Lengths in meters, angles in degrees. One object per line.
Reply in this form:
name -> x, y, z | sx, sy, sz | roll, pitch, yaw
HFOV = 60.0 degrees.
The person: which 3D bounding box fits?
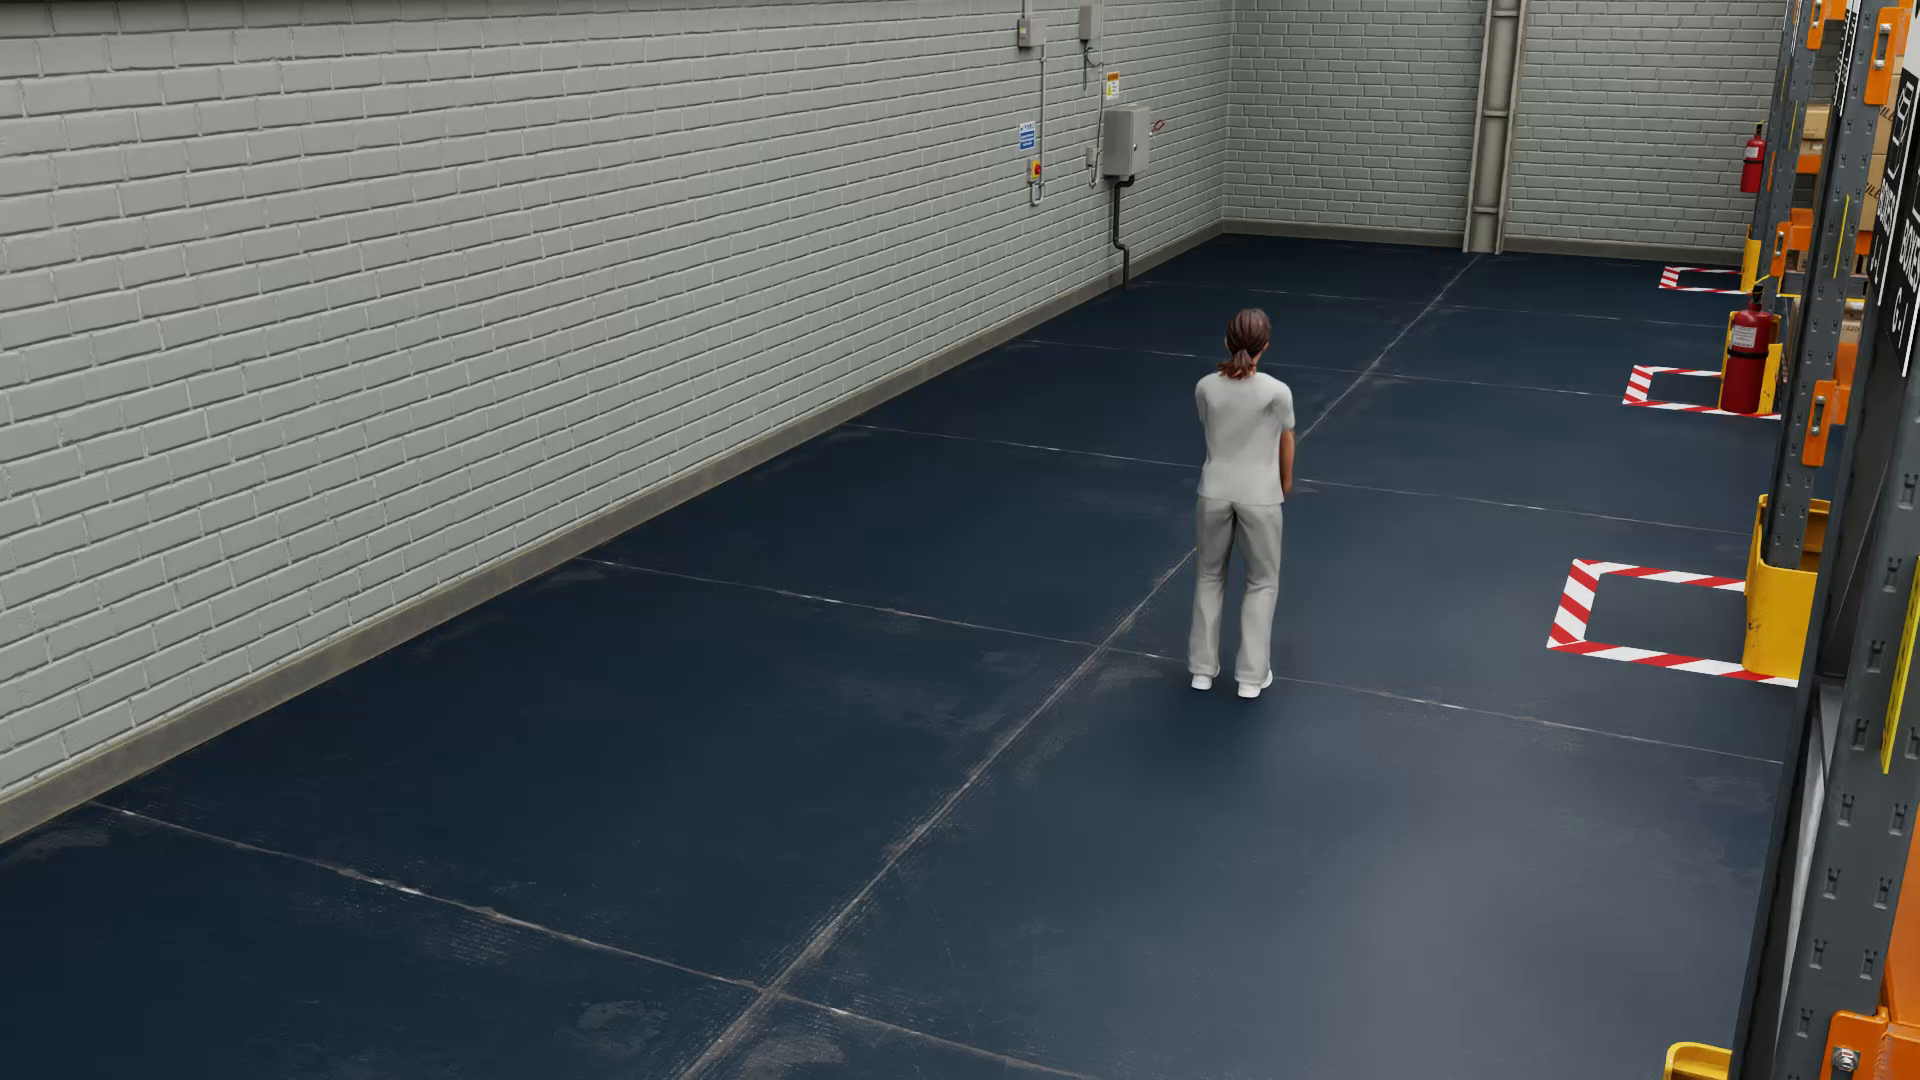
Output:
person -> 1.195, -0.167, 7.068 | 0.437, 1.662, 0.561 | 9, 21, 23
